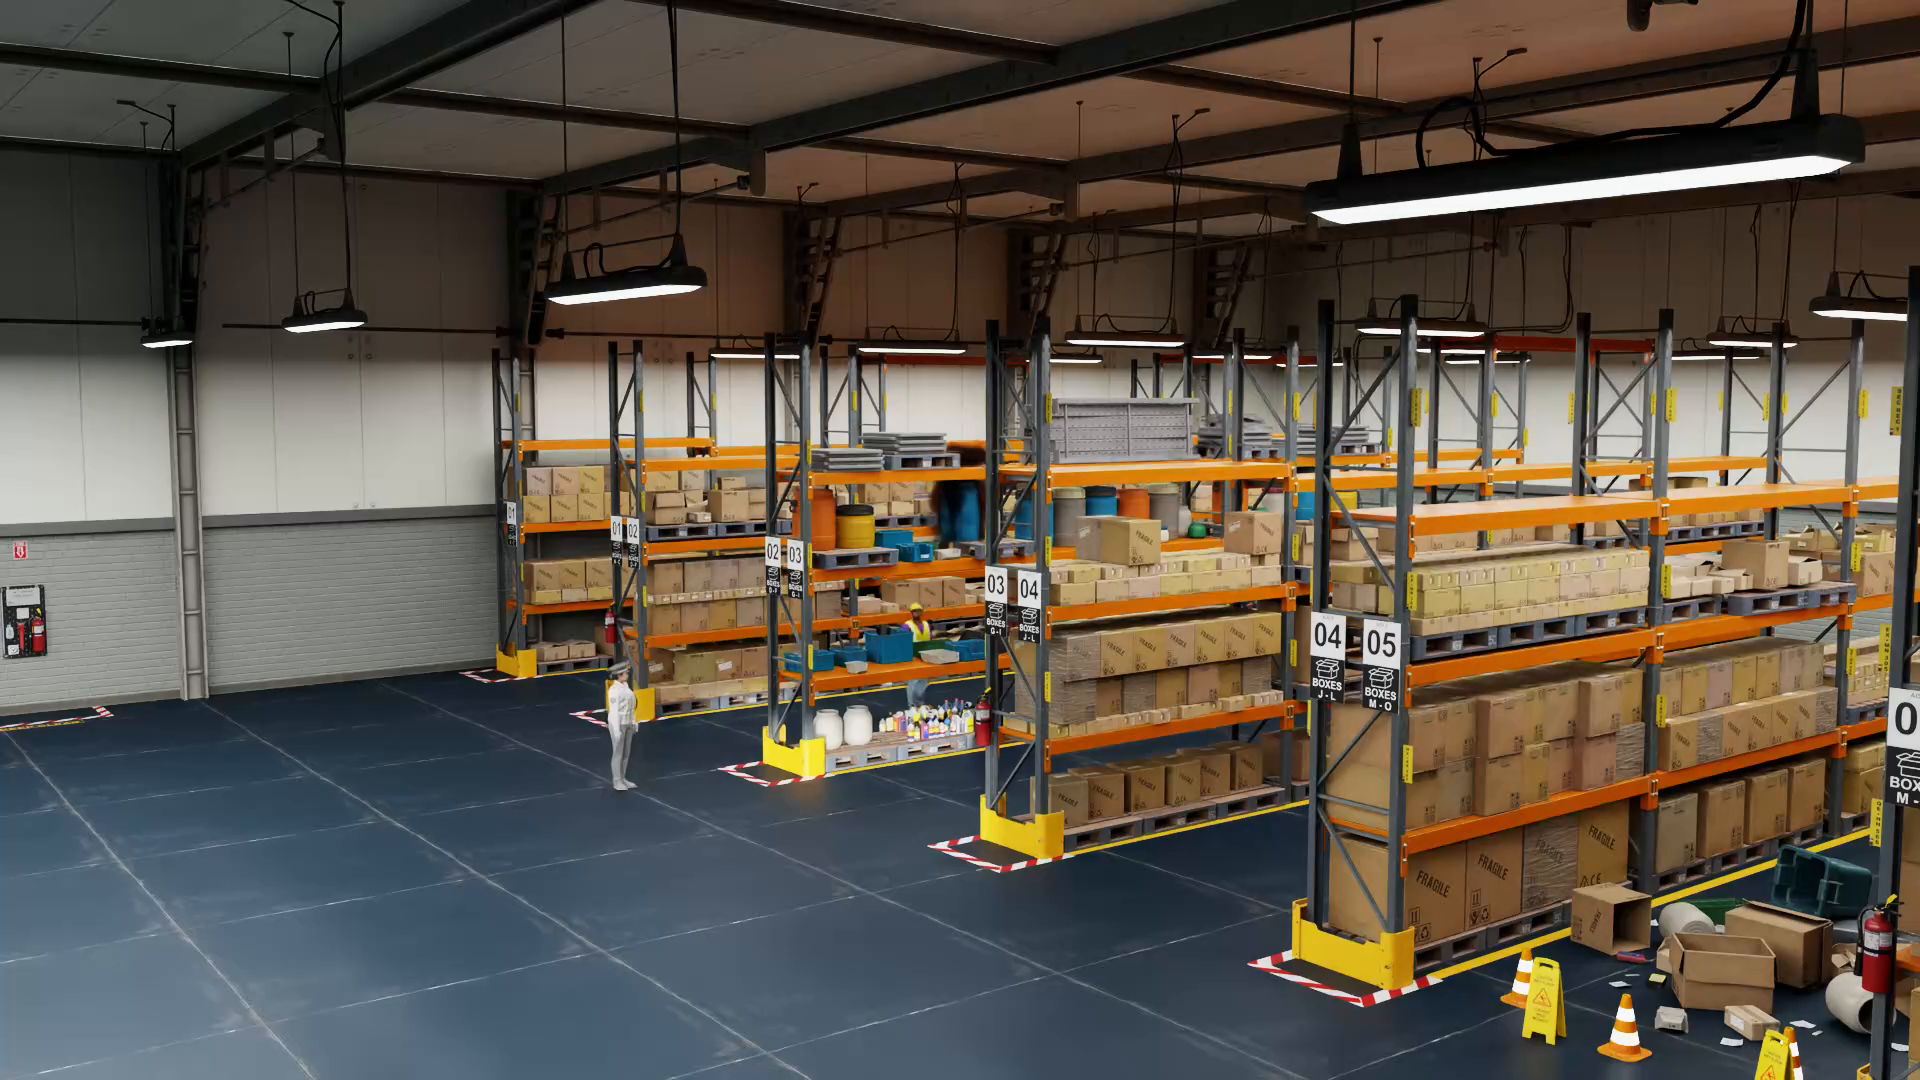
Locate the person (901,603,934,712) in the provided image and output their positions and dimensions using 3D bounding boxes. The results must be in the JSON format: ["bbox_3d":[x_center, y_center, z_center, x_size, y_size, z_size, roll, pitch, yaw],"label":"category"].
[{"bbox_3d":[-0.668,1.917,26.888,0.637,1.779,0.461,-4,7,-41],"label":"person"}]

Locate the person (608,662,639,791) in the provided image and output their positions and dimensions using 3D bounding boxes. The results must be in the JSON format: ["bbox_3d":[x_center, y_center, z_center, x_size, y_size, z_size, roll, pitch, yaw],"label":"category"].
[{"bbox_3d":[-4.414,2.421,21.702,0.336,1.694,0.522,2,5,18],"label":"person"}]
